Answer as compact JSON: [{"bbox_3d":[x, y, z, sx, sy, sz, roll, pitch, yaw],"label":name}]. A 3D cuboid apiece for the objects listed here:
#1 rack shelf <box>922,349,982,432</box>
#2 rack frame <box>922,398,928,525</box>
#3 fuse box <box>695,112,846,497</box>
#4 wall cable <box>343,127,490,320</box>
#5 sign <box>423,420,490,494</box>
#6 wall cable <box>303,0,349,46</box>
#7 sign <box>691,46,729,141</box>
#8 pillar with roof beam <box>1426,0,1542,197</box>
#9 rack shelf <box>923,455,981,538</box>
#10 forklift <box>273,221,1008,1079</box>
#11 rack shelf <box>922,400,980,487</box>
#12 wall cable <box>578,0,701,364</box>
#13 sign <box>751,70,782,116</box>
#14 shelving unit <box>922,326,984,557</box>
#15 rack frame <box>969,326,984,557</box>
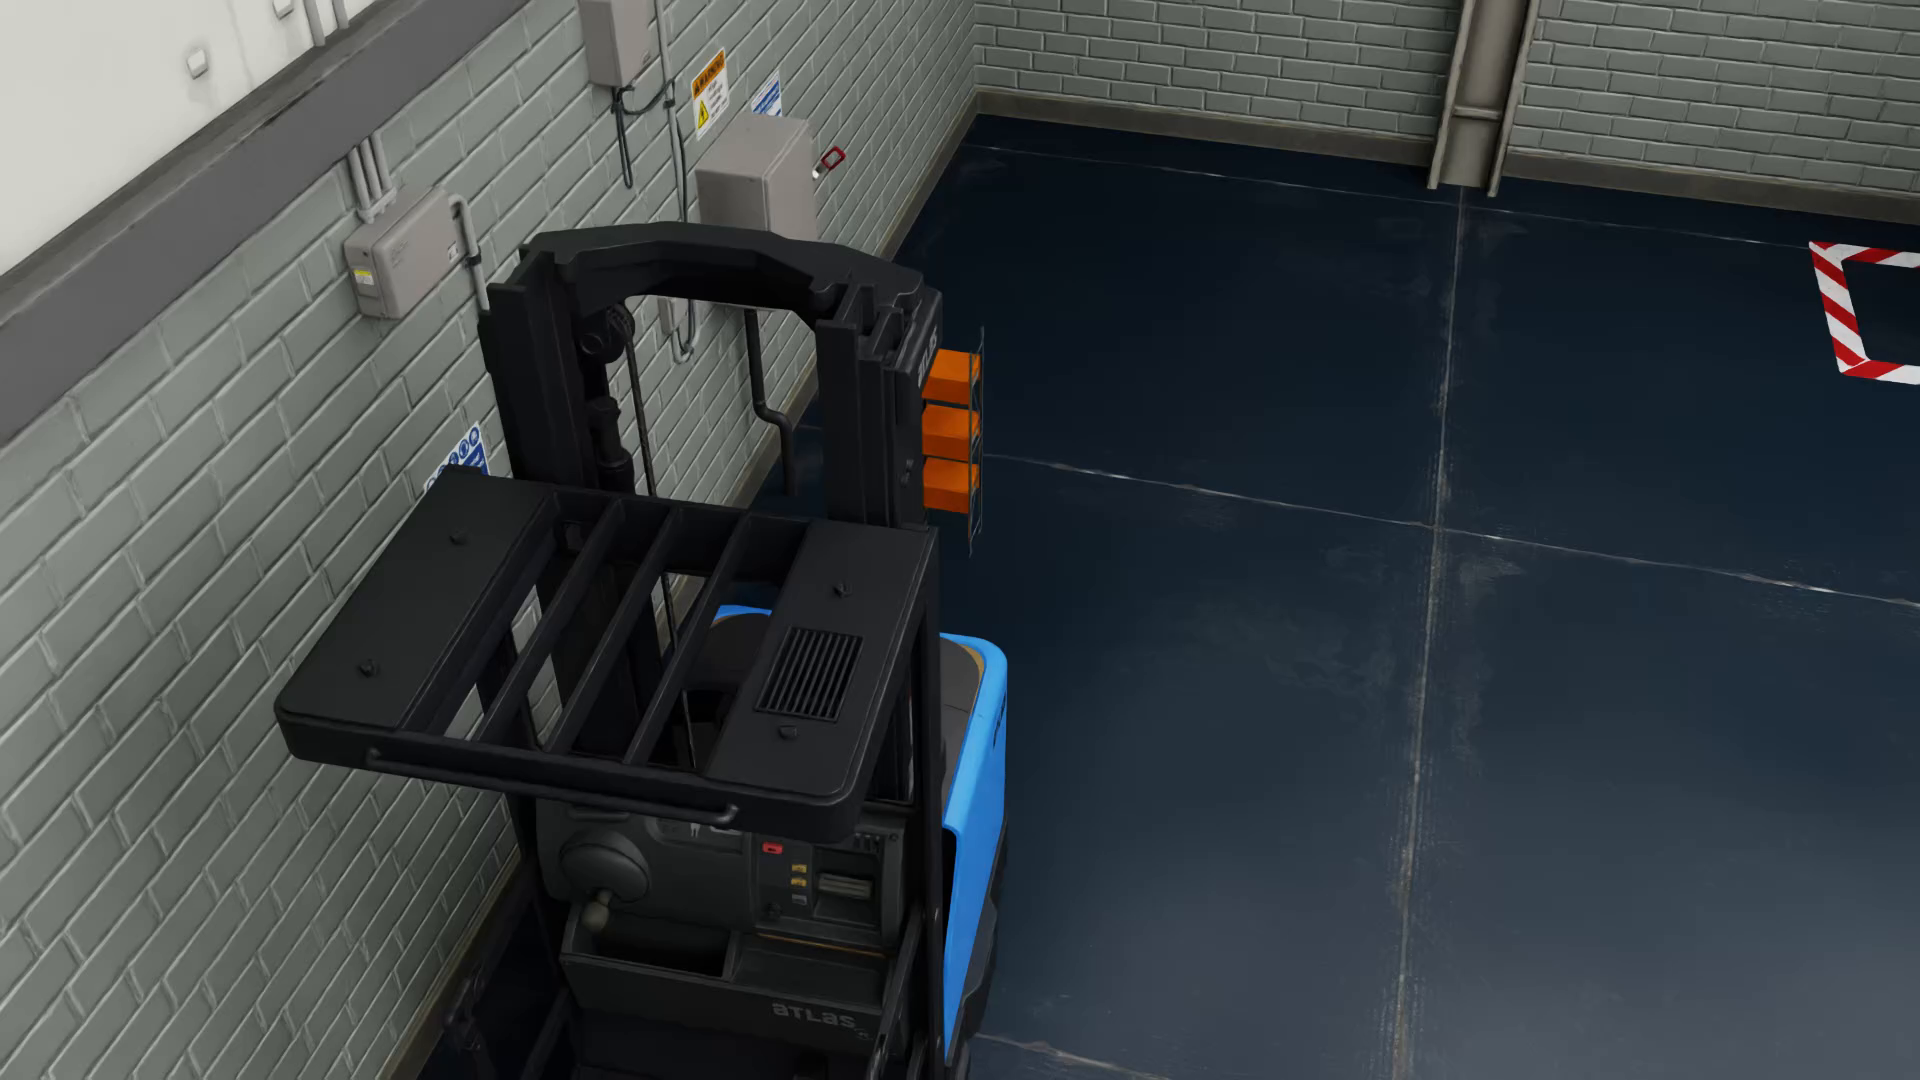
[{"bbox_3d":[-0.052,-0.620,6.747,0.240,0.259,0.215,10,41,11],"label":"rack shelf"},{"bbox_3d":[-0.170,-0.431,6.947,0.008,1.050,0.200,10,41,11],"label":"rack frame"},{"bbox_3d":[-0.728,-0.879,6.966,0.414,1.711,0.539,10,41,11],"label":"fuse box"},{"bbox_3d":[-1.412,-0.492,4.689,0.123,1.953,0.585,10,41,11],"label":"wall cable"},{"bbox_3d":[-1.483,-0.175,4.916,0.001,0.218,0.327,10,41,11],"label":"sign"},{"bbox_3d":[-1.526,-2.236,2.915,0.029,3.000,0.463,10,41,11],"label":"wall cable"},{"bbox_3d":[-0.942,-1.688,6.286,0.001,0.242,0.339,10,41,11],"label":"sign"},{"bbox_3d":[1.836,-2.884,3.686,0.400,9.000,9.100,10,41,11],"label":"pillar with roof beam"},{"bbox_3d":[-0.052,-0.190,7.109,0.240,0.259,0.215,10,41,11],"label":"rack shelf"},{"bbox_3d":[-0.635,0.882,3.921,1.130,2.935,3.031,7,41,9],"label":"forklift"},{"bbox_3d":[-0.052,-0.403,6.930,0.240,0.259,0.215,10,41,11],"label":"rack shelf"},{"bbox_3d":[-1.056,-1.363,5.751,0.122,1.984,0.588,10,41,11],"label":"wall cable"},{"bbox_3d":[-0.800,-1.677,6.988,0.001,0.494,0.329,10,41,11],"label":"sign"},{"bbox_3d":[-0.052,-0.411,6.923,0.252,1.050,0.215,10,41,11],"label":"shelving unit"},{"bbox_3d":[0.066,-0.391,6.899,0.008,1.050,0.200,10,41,11],"label":"rack frame"}]
